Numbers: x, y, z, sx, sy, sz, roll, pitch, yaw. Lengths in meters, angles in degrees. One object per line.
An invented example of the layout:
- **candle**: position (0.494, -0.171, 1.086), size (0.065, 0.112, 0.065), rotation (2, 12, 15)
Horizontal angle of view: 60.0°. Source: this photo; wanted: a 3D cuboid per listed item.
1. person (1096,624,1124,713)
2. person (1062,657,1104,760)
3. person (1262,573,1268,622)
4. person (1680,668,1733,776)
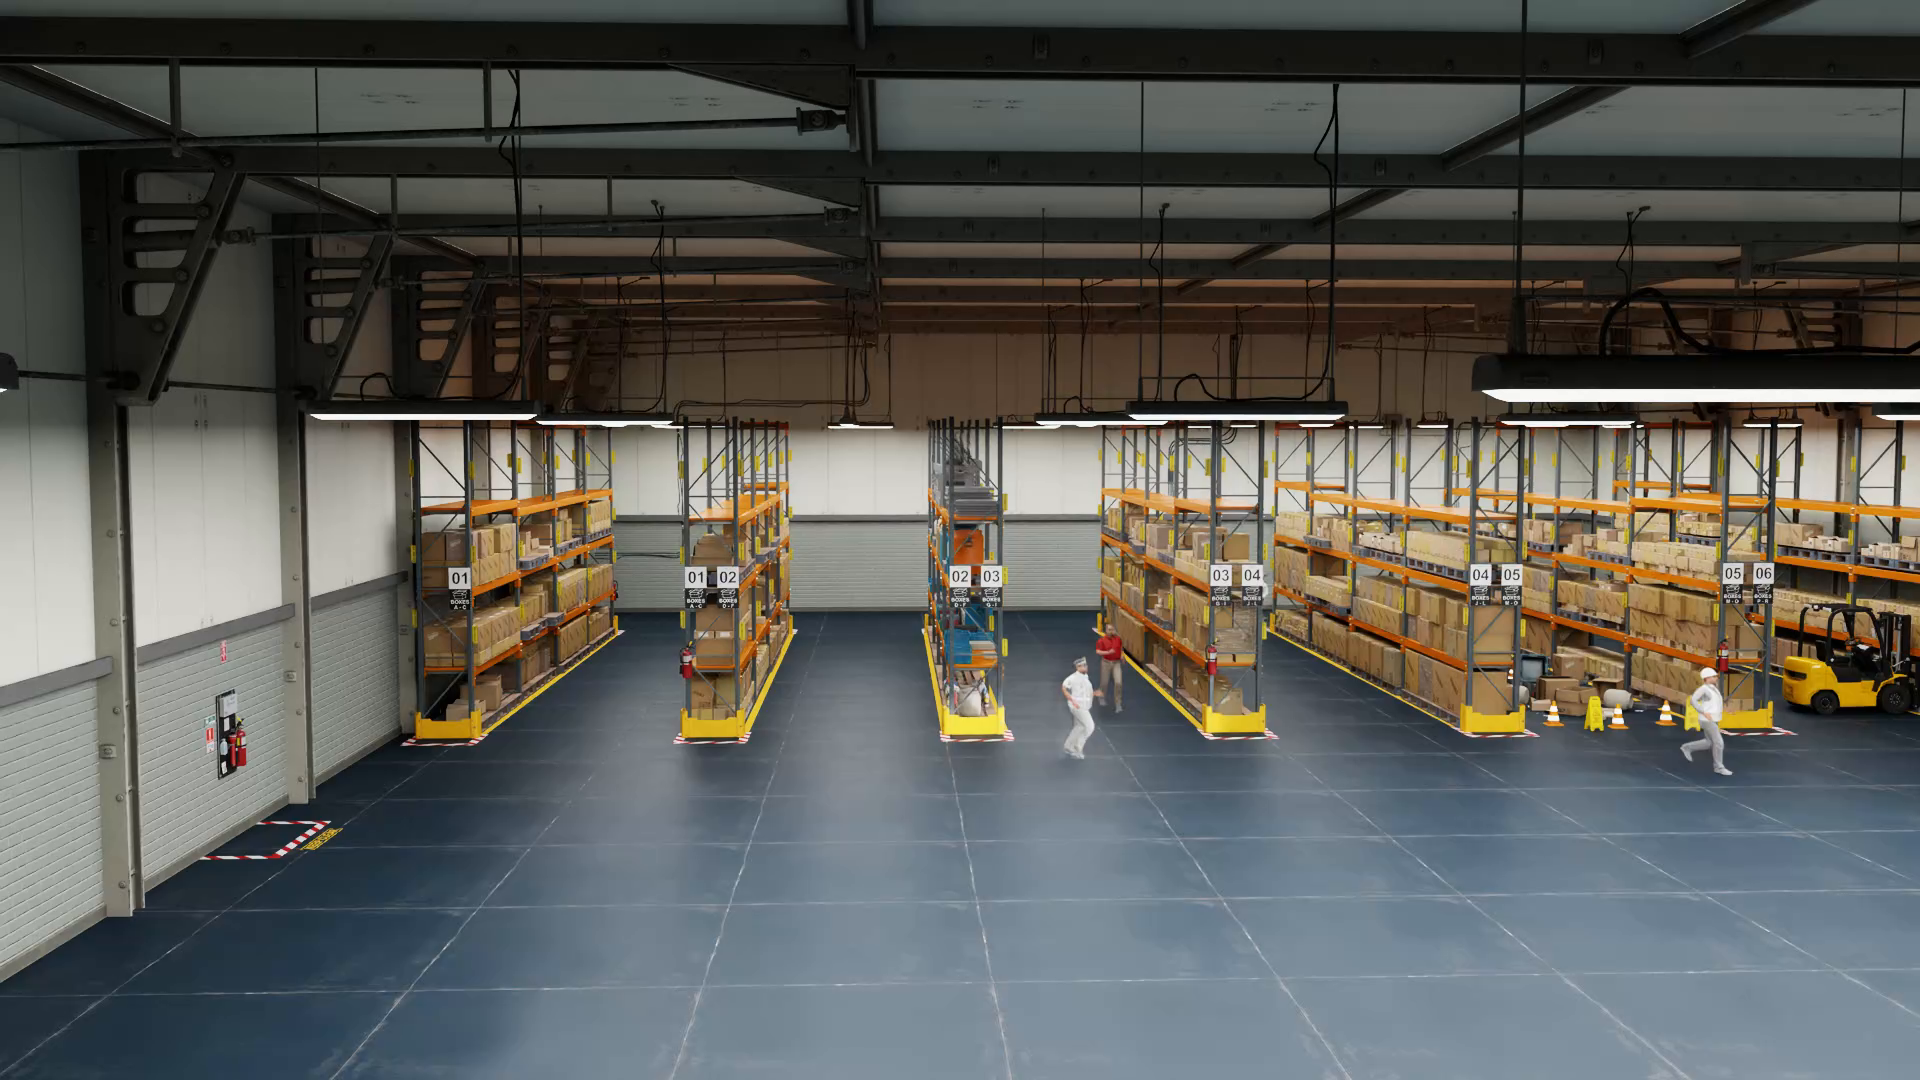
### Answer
- **person**: position (3.090, 2.625, 34.205), size (0.641, 1.784, 0.845), rotation (-1, 4, -11)
- **person**: position (2.151, 2.952, 29.146), size (0.710, 1.810, 0.633), rotation (2, 4, 23)
- **person**: position (8.763, 1.740, 48.666), size (0.511, 1.656, 0.674), rotation (-2, 4, -33)
- **person**: position (12.553, 3.030, 27.944), size (0.880, 1.772, 0.662), rotation (3, 5, 40)
